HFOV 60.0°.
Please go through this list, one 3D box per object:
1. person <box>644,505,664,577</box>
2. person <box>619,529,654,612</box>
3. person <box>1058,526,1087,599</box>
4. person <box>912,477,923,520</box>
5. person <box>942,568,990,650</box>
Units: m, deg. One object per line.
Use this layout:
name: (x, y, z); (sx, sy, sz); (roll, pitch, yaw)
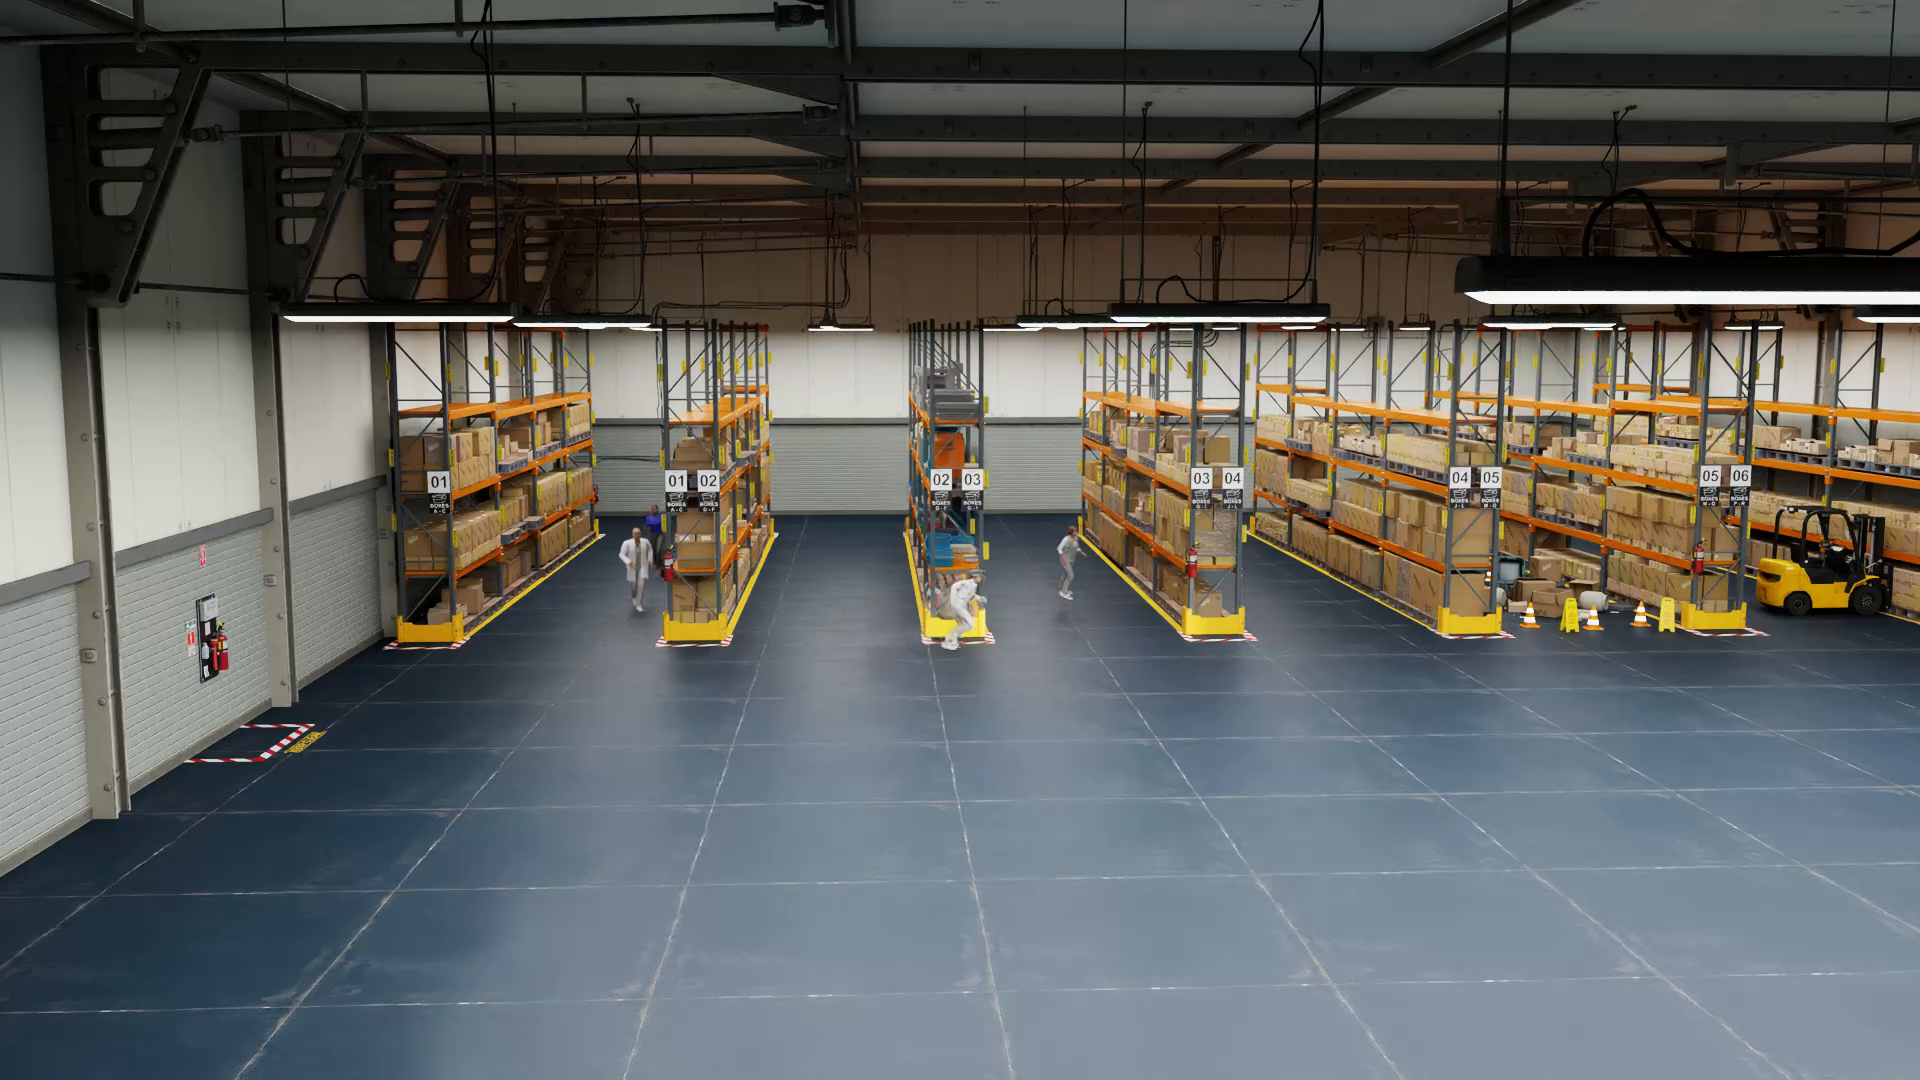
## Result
person: (-7.261, -0.011, 39.847); (0.575, 1.685, 0.933); (0, 7, 4)
person: (-6.732, 0.604, 34.603); (0.713, 1.729, 0.808); (-2, 7, -13)
person: (2.277, 0.449, 34.401); (0.760, 1.546, 0.593); (6, 9, 39)
person: (-1.005, -1.205, 49.232); (1.054, 1.661, 0.746); (3, 8, 26)
person: (0.091, 1.254, 30.116); (0.892, 1.509, 0.650); (3, 7, 20)
